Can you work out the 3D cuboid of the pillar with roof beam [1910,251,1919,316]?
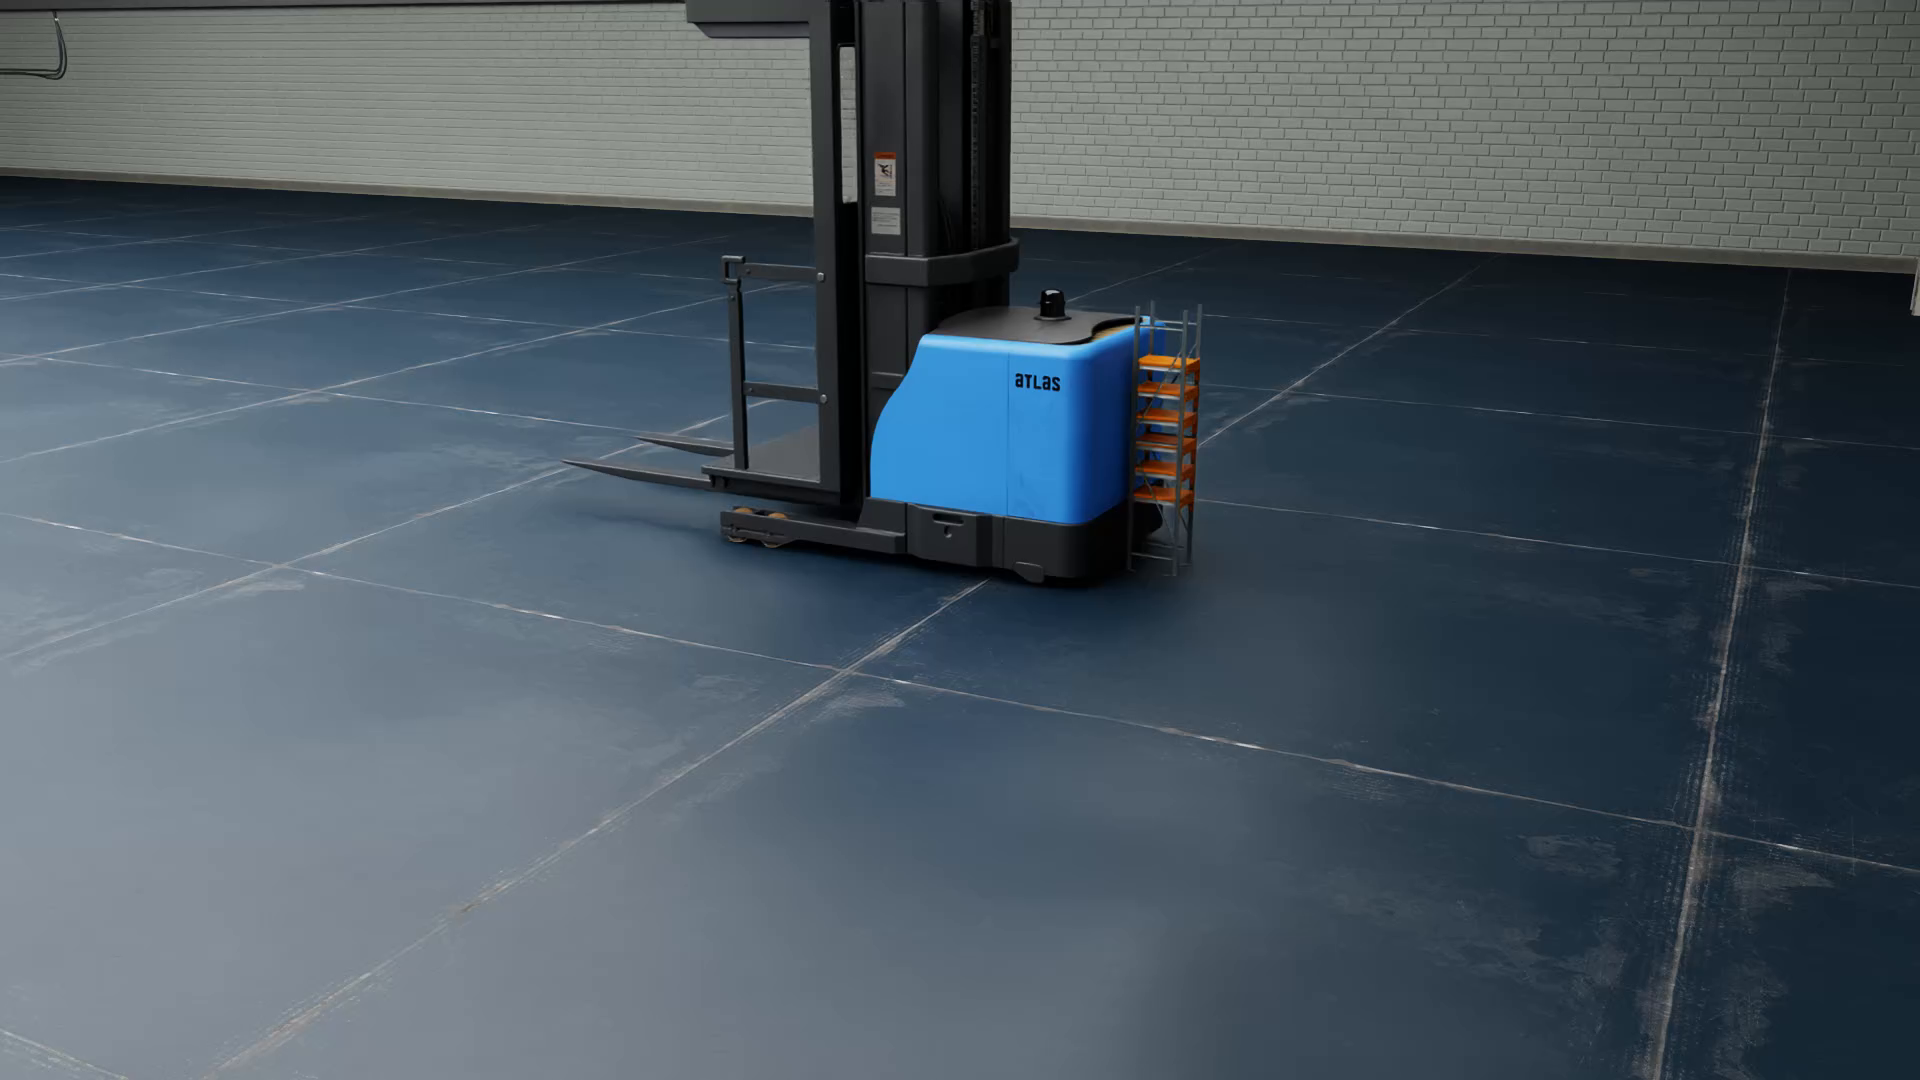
[{"bbox_3d":[4.813,-6.886,15.404,9.100,9.000,0.400,8,18,25],"label":"pillar with roof beam"}]

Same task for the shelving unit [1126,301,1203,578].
[{"bbox_3d":[0.908,-0.446,7.415,0.258,1.200,0.189,9,19,26],"label":"shelving unit"}]

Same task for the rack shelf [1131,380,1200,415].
[{"bbox_3d":[0.909,-0.633,7.359,0.258,0.103,0.180,9,19,26],"label":"rack shelf"}]

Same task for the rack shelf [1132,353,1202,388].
[{"bbox_3d":[0.910,-0.748,7.324,0.258,0.103,0.180,9,19,26],"label":"rack shelf"}]

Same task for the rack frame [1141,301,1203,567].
[{"bbox_3d":[0.951,-0.469,7.493,0.240,1.200,0.006,9,19,26],"label":"rack frame"}]

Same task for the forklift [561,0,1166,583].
[{"bbox_3d":[-0.574,-1.490,7.893,3.031,2.935,1.130,8,18,26],"label":"forklift"}]

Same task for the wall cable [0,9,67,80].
[{"bbox_3d":[-17.017,-9.440,29.455,3.097,2.526,0.112,8,18,25],"label":"wall cable"}]

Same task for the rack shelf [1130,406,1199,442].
[{"bbox_3d":[0.909,-0.518,7.393,0.258,0.103,0.180,9,19,26],"label":"rack shelf"}]

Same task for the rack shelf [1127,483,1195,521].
[{"bbox_3d":[0.907,-0.173,7.497,0.258,0.103,0.180,9,19,26],"label":"rack shelf"}]

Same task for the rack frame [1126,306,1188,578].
[{"bbox_3d":[0.866,-0.422,7.337,0.240,1.200,0.006,9,19,26],"label":"rack frame"}]

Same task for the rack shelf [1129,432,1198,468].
[{"bbox_3d":[0.908,-0.403,7.428,0.258,0.103,0.180,9,19,26],"label":"rack shelf"}]

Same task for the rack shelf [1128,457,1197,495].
[{"bbox_3d":[0.908,-0.288,7.462,0.258,0.103,0.180,9,19,26],"label":"rack shelf"}]
